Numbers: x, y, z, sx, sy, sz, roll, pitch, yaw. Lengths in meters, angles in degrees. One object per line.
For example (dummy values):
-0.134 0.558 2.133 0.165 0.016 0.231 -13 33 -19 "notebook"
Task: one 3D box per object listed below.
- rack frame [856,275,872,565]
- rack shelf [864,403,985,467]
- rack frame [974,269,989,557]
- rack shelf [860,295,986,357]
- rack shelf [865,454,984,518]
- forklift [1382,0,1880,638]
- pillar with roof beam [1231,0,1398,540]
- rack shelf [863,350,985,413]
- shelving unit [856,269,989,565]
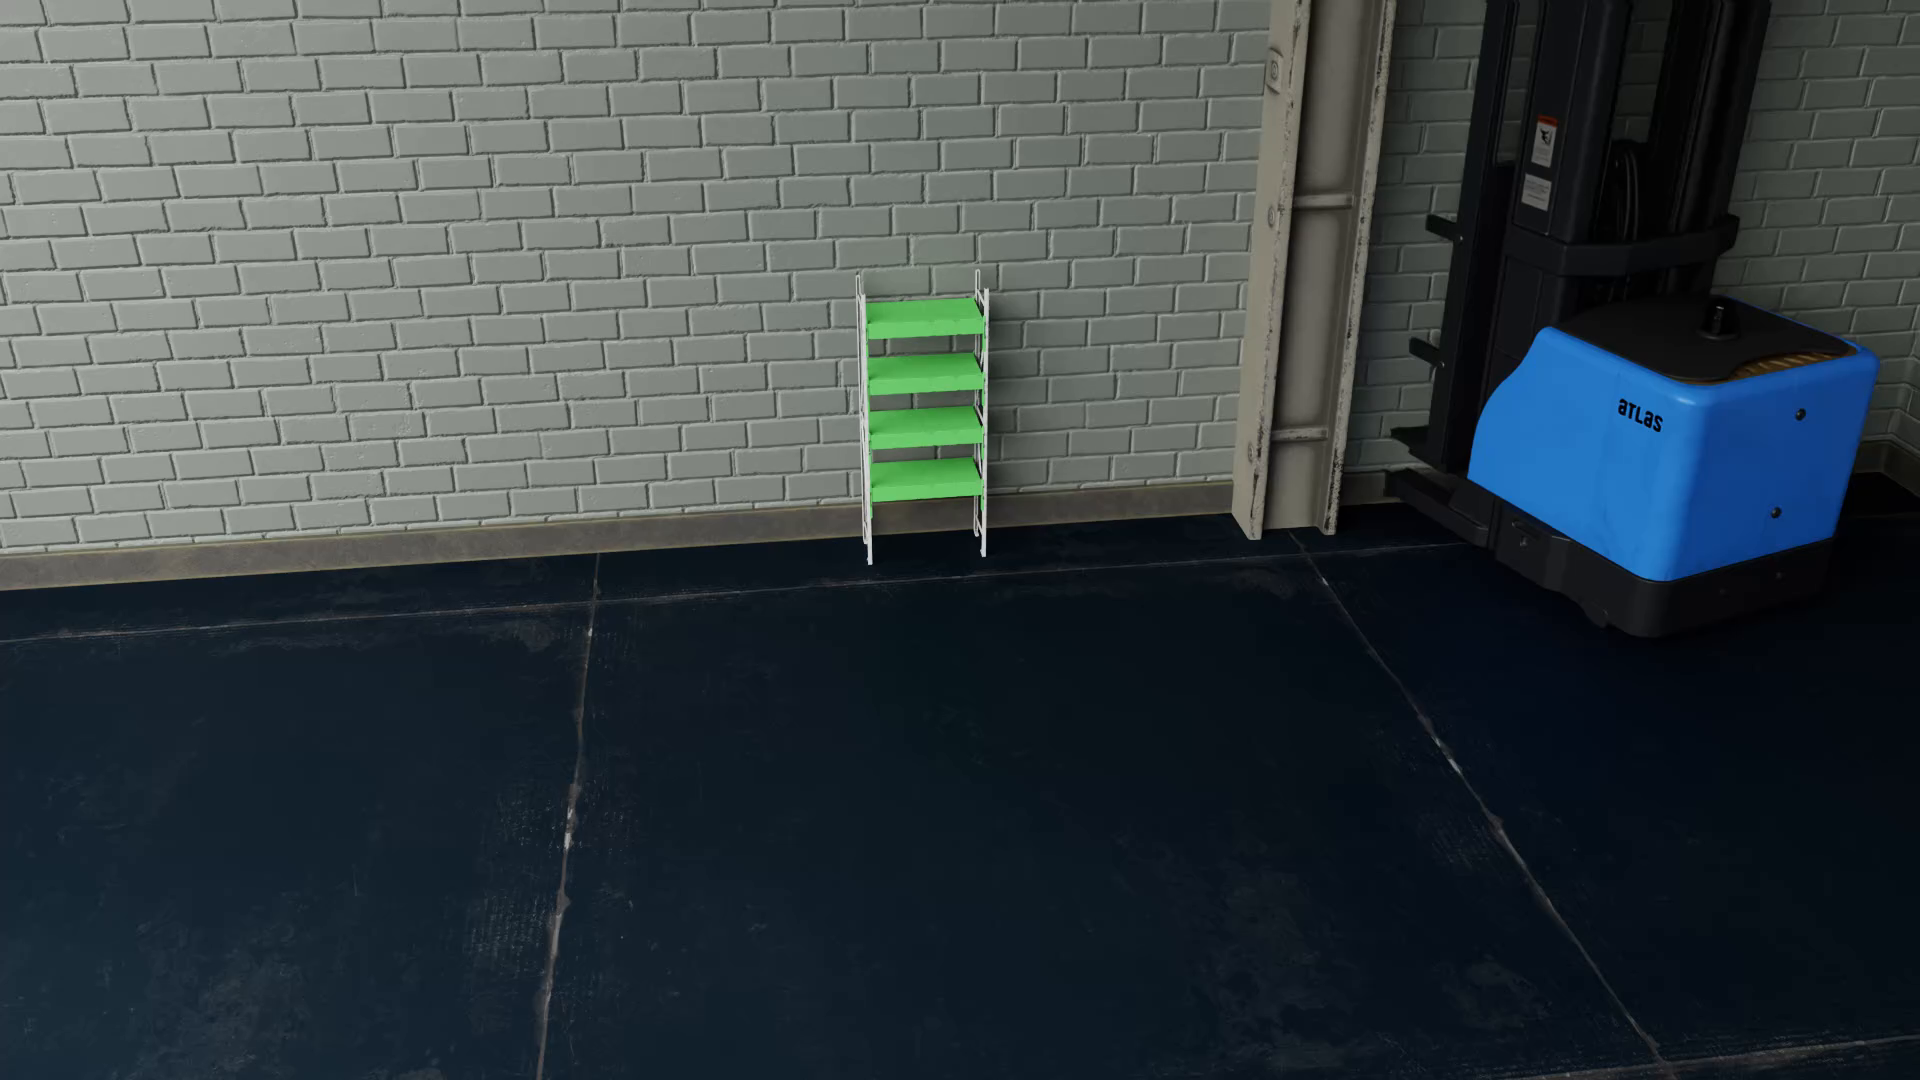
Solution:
-0.395 -0.480 6.866 0.015 1.200 0.240 -4 28 -8 "rack frame"
-0.154 -0.441 6.929 0.480 0.148 0.258 -4 28 -8 "rack shelf"
0.087 -0.513 6.931 0.015 1.200 0.240 -4 28 -8 "rack frame"
-0.153 -0.863 6.702 0.480 0.148 0.258 -4 28 -8 "rack shelf"
-0.155 -0.229 7.042 0.480 0.148 0.258 -4 28 -8 "rack shelf"
2.432 -1.576 7.111 1.130 2.935 3.031 -12 29 -22 "forklift"
2.036 -2.140 1.564 0.400 9.000 9.100 -4 27 -7 "pillar with roof beam"
-0.154 -0.652 6.815 0.480 0.148 0.258 -4 28 -8 "rack shelf"
-0.154 -0.497 6.898 0.503 1.200 0.258 -4 28 -8 "shelving unit"
